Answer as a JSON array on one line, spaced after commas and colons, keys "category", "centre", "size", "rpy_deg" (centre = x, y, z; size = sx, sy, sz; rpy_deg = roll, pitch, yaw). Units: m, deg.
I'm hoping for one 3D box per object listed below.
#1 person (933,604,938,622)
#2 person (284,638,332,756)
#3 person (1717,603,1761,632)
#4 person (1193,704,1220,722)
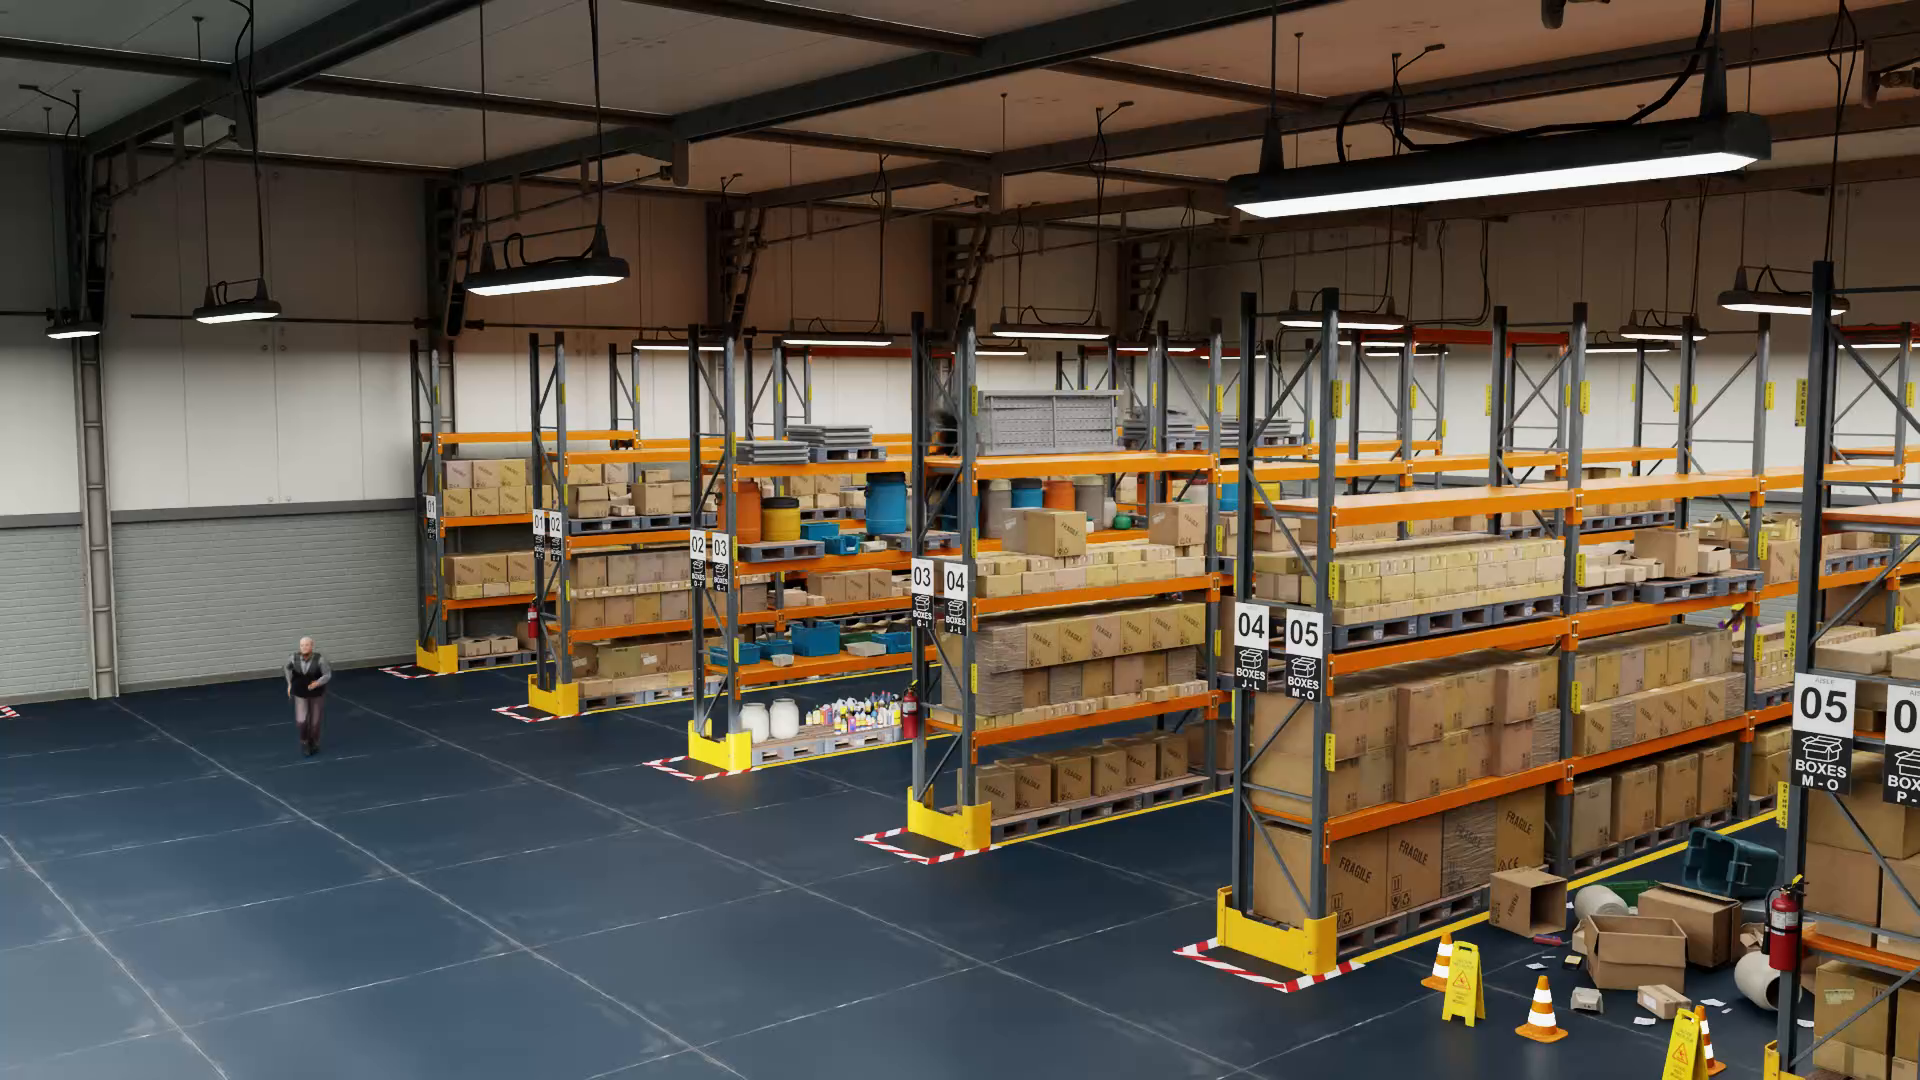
[{"category": "person", "centre": [-0.557, 1.236, 33.900], "size": [0.595, 1.625, 0.616], "rpy_deg": [4, 7, 37]}, {"category": "person", "centre": [-9.088, 2.192, 23.183], "size": [0.648, 1.701, 0.778], "rpy_deg": [-1, 5, -14]}, {"category": "person", "centre": [12.193, 1.872, 26.101], "size": [0.848, 1.823, 0.680], "rpy_deg": [-5, 7, -43]}, {"category": "person", "centre": [3.591, 1.758, 24.641], "size": [0.824, 1.905, 0.641], "rpy_deg": [-4, 6, -34]}]
